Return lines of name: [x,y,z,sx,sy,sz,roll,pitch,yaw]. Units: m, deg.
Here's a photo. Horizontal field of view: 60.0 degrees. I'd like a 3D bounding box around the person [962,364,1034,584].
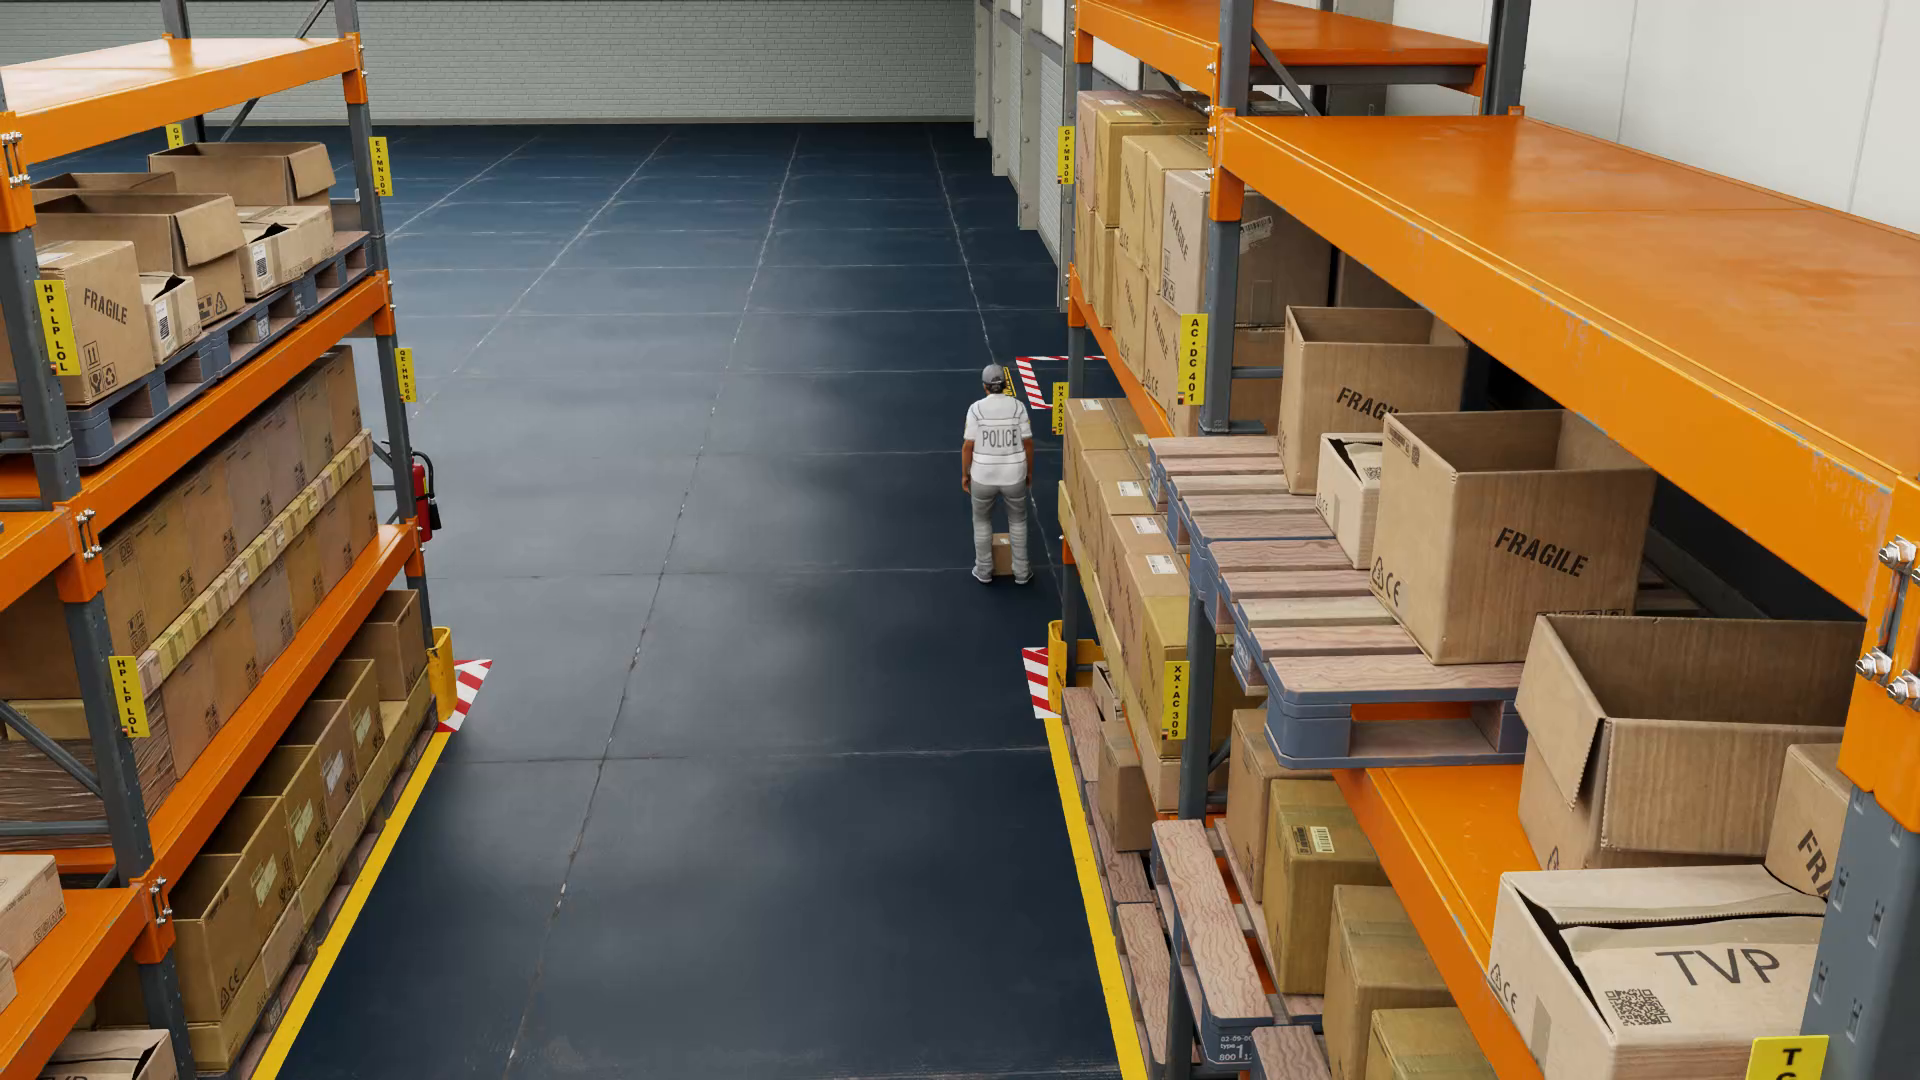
person: [0.289,-0.477,12.341,0.554,1.666,0.470,-2,21,-4]
